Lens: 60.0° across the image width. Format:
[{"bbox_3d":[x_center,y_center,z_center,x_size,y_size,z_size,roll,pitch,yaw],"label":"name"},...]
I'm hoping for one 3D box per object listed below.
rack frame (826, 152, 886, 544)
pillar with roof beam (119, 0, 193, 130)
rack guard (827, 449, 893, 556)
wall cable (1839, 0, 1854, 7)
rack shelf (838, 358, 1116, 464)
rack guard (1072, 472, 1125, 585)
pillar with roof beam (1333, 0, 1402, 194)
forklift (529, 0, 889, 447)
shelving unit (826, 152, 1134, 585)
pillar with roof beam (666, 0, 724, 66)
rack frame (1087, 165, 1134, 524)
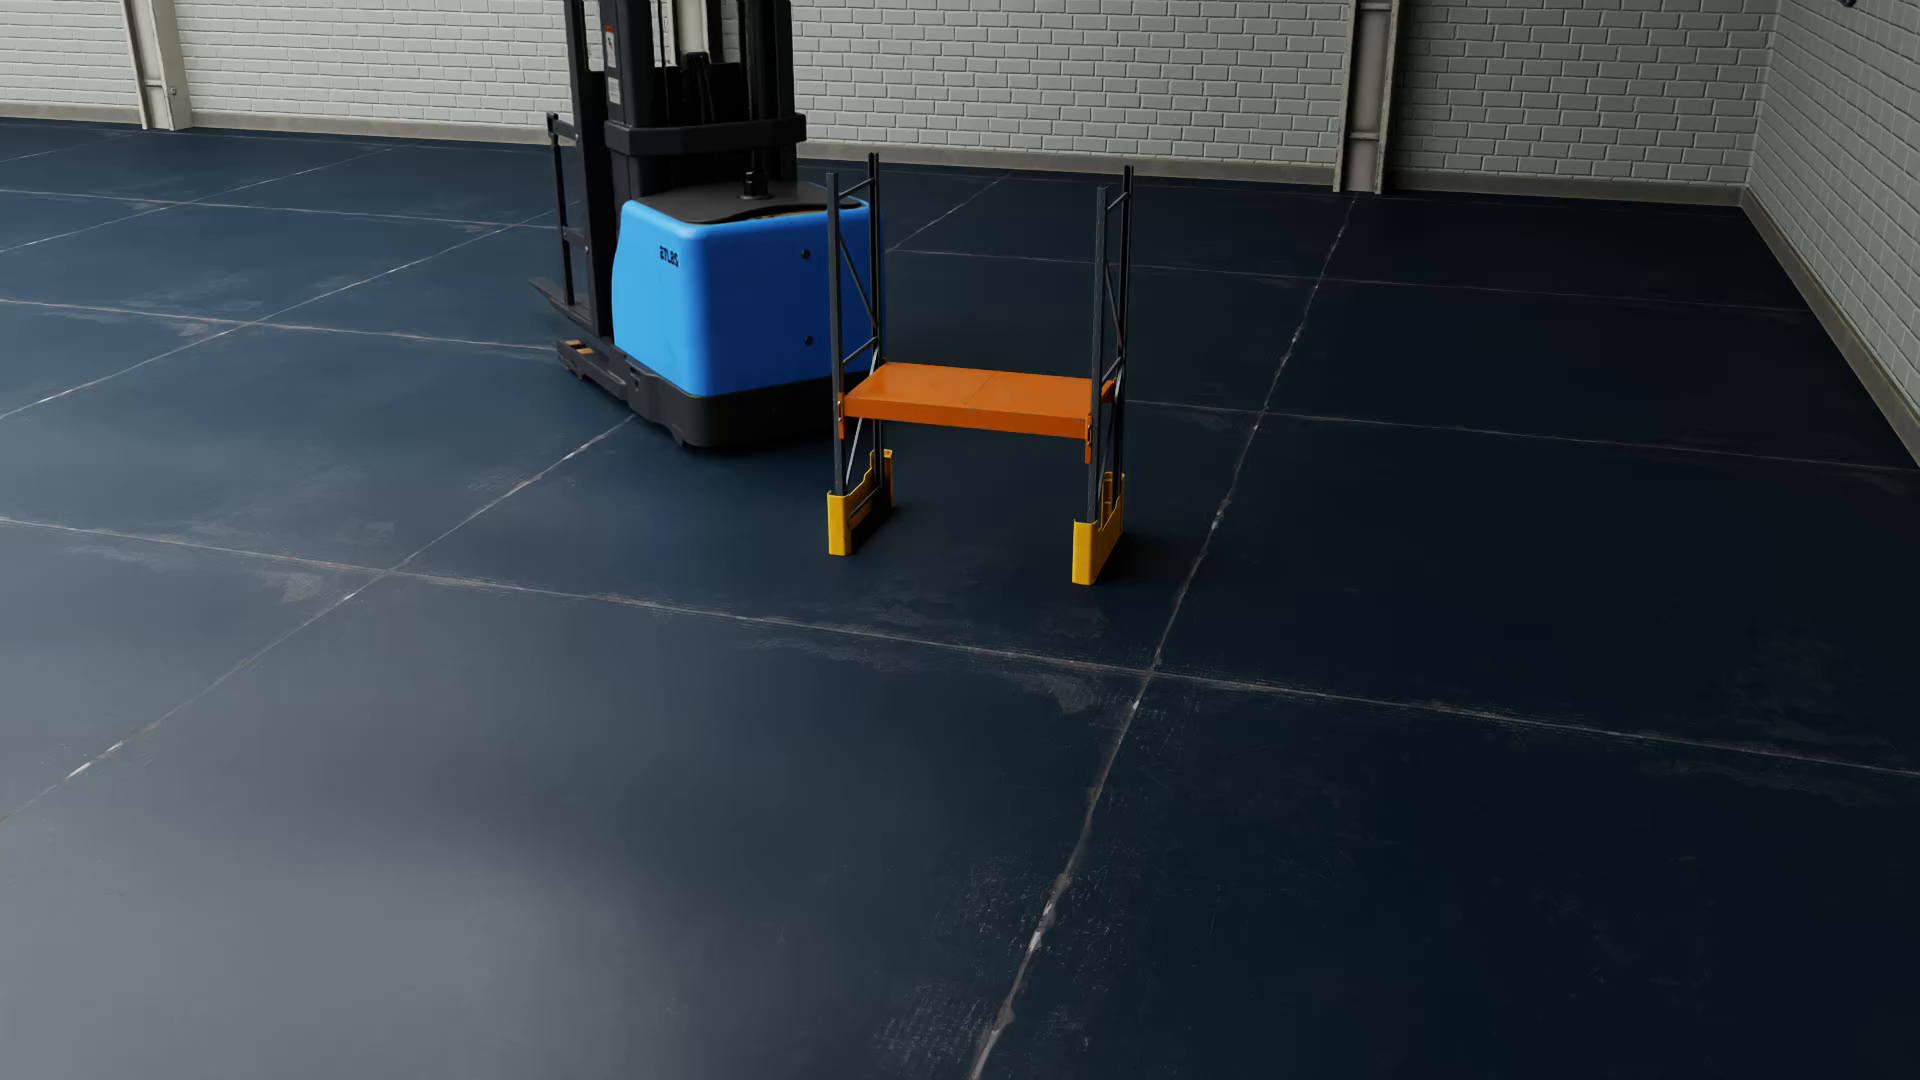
[{"bbox_3d":[-0.405,-0.740,6.598,0.032,1.500,0.500,7,23,16],"label":"rack frame"},{"bbox_3d":[-9.394,-6.849,11.610,0.400,9.000,9.100,7,23,16],"label":"pillar with roof beam"},{"bbox_3d":[-0.404,-0.162,6.835,0.087,0.250,0.587,7,23,16],"label":"rack guard"},{"bbox_3d":[5.777,-4.858,10.847,0.112,2.526,3.097,7,23,16],"label":"wall cable"},{"bbox_3d":[0.082,-0.518,6.531,1.000,0.185,0.538,7,23,16],"label":"rack shelf"},{"bbox_3d":[0.550,-0.053,6.569,0.087,0.250,0.587,7,23,16],"label":"rack guard"},{"bbox_3d":[2.095,-5.534,8.403,0.400,9.000,9.100,7,23,16],"label":"pillar with roof beam"},{"bbox_3d":[-1.527,-2.294,8.501,1.130,2.935,3.031,-13,26,-28],"label":"forklift"},{"bbox_3d":[0.073,-0.686,6.465,1.083,1.500,0.587,7,23,16],"label":"shelving unit"},{"bbox_3d":[-3.650,-6.191,10.006,0.400,9.000,9.100,7,23,16],"label":"pillar with roof beam"},{"bbox_3d":[0.568,-0.629,6.327,0.032,1.500,0.500,7,23,16],"label":"rack frame"}]
